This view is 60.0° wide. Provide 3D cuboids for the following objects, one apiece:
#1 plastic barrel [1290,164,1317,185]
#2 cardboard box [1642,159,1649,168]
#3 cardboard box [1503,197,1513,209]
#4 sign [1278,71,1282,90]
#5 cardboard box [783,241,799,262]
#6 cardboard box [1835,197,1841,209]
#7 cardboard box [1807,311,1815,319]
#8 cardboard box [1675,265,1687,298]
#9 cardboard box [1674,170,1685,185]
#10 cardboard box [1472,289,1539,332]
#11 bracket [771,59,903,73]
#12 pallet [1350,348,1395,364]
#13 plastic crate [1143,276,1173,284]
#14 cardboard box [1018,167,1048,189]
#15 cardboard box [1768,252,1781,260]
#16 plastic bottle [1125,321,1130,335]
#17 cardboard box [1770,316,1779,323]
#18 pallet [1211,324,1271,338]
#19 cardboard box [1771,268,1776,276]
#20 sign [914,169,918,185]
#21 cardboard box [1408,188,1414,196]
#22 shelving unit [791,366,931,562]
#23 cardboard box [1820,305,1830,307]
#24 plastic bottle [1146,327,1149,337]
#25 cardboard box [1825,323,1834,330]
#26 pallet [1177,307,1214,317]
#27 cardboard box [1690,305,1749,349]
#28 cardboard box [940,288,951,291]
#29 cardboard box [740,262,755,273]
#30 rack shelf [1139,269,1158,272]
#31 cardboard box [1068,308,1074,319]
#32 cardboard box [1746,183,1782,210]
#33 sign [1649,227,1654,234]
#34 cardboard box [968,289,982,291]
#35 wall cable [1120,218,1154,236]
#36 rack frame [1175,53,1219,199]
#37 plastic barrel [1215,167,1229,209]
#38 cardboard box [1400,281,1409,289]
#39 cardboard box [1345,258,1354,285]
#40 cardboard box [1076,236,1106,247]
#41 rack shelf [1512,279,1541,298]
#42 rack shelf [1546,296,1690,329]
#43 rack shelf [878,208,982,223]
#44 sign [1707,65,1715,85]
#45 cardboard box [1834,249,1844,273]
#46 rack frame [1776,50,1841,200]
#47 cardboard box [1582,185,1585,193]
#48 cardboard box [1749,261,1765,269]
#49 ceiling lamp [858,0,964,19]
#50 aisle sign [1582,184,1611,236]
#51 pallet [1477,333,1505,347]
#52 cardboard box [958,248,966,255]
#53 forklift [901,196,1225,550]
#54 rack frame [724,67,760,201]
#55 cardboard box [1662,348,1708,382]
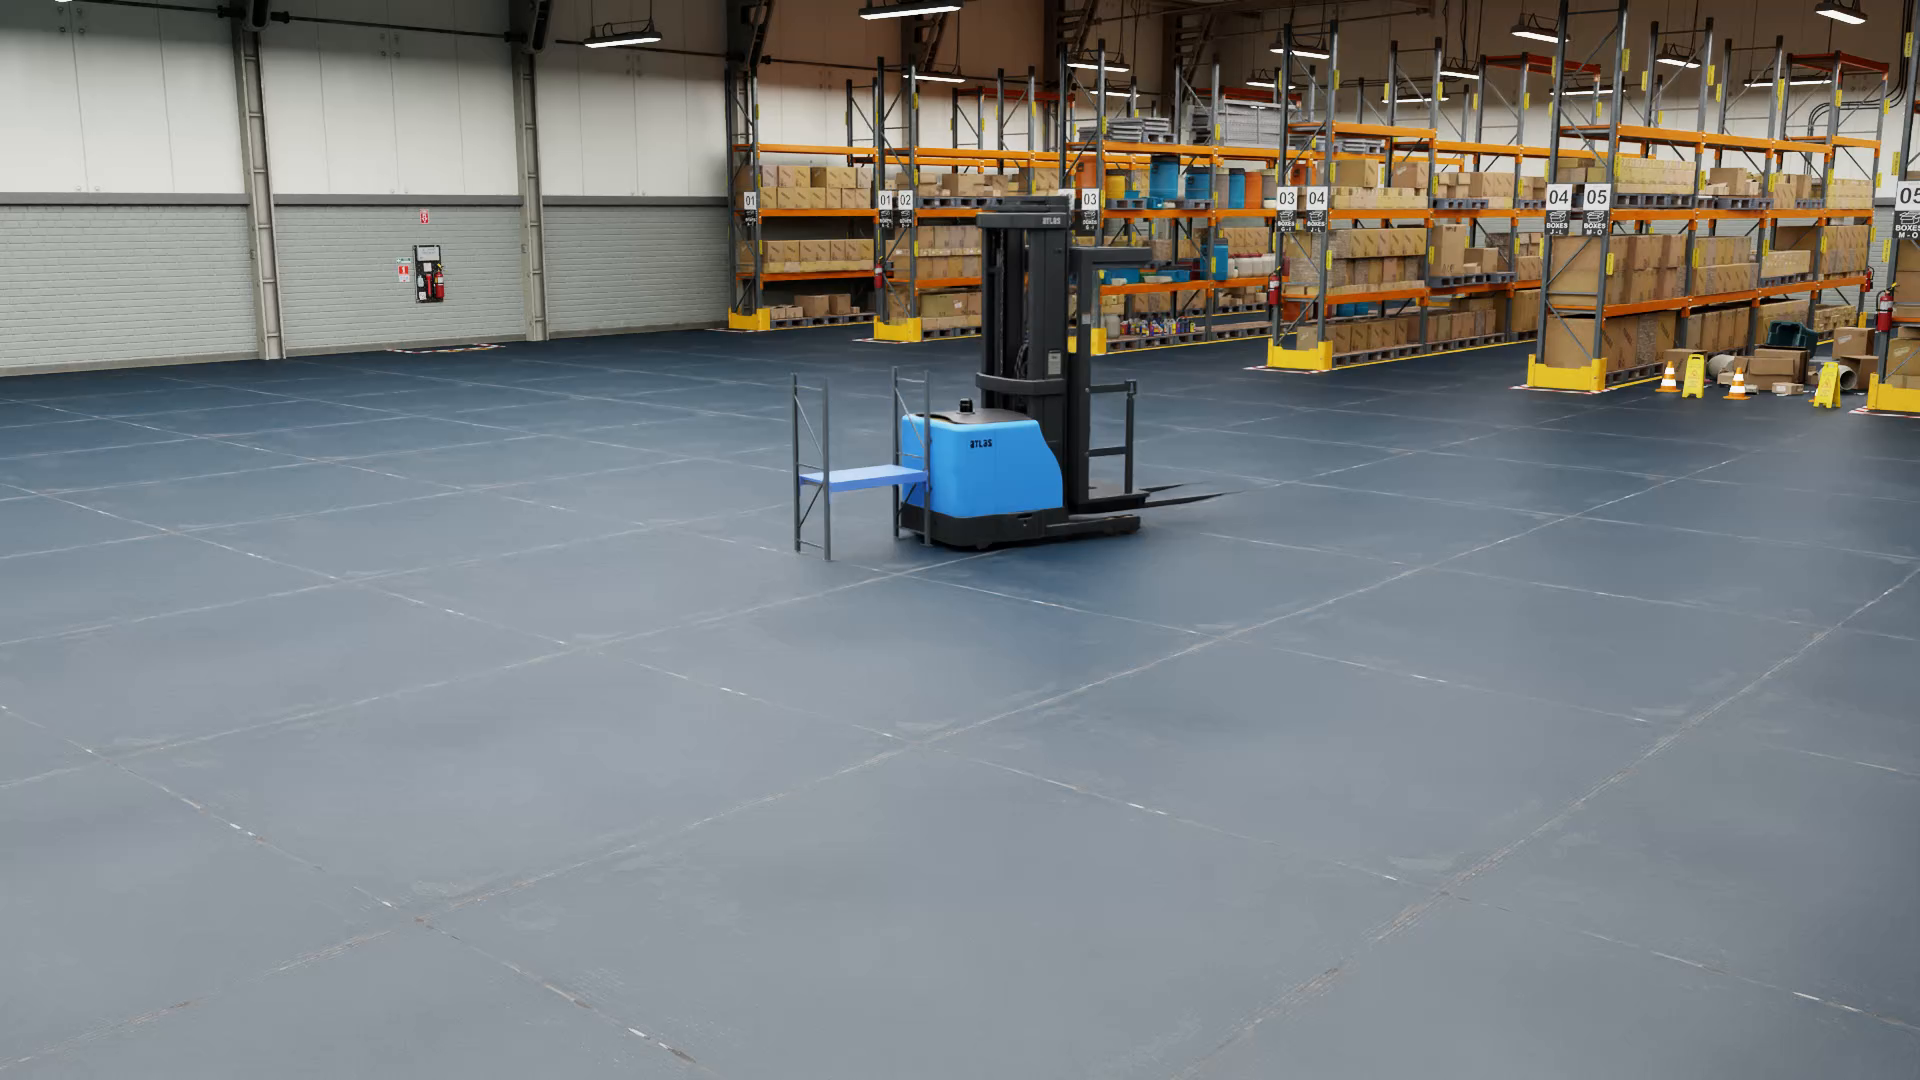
[{"bbox_3d":[8.023,-8.368,38.870,0.600,0.830,0.708,10,15,40],"label":"plastic barrel"},{"bbox_3d":[10.876,-6.075,26.837,0.380,0.149,0.250,9,15,39],"label":"cardboard box"},{"bbox_3d":[11.237,-7.053,34.837,0.500,0.250,0.500,10,15,40],"label":"cardboard box"},{"bbox_3d":[5.682,-8.132,29.412,0.100,0.325,0.005,10,15,40],"label":"sign"},{"bbox_3d":[-4.202,-6.908,39.805,0.500,0.500,0.500,10,15,41],"label":"cardboard box"},{"bbox_3d":[18.494,-7.195,35.552,0.500,0.250,0.500,9,15,39],"label":"cardboard box"},{"bbox_3d":[18.049,-4.813,35.586,0.380,0.149,0.250,11,15,43],"label":"cardboard box"},{"bbox_3d":[12.151,-4.530,29.099,0.875,0.550,0.550,10,15,40],"label":"cardboard box"},{"bbox_3d":[11.919,-6.130,28.133,0.500,0.250,0.500,10,15,40],"label":"cardboard box"},{"bbox_3d":[11.838,-5.020,36.287,1.225,0.875,0.875,9,14,38],"label":"cardboard box"},{"bbox_3d":[-3.023,-11.817,41.461,0.076,0.066,4.783,10,15,40],"label":"bracket"},{"bbox_3d":[7.504,-3.517,31.531,1.003,0.211,1.213,10,15,40],"label":"pallet"},{"bbox_3d":[4.124,-5.408,34.550,0.530,0.136,0.437,10,15,40],"label":"plastic crate"},{"bbox_3d":[1.724,-8.506,39.129,0.500,0.500,0.500,10,15,41],"label":"cardboard box"},{"bbox_3d":[16.170,-5.672,33.253,0.380,0.149,0.250,11,16,43],"label":"cardboard box"},{"bbox_3d":[3.516,-4.451,34.897,0.061,0.283,0.133,10,15,40],"label":"plastic bottle"},{"bbox_3d":[16.014,-4.226,33.272,0.500,0.500,0.500,10,15,41],"label":"cardboard box"},{"bbox_3d":[6.300,-4.742,37.664,1.003,0.211,1.213,10,15,40],"label":"pallet"},{"bbox_3d":[16.005,-5.342,33.119,0.380,0.149,0.250,11,16,43],"label":"cardboard box"},{"bbox_3d":[-0.940,-7.727,35.397,0.100,0.325,0.005,10,15,40],"label":"sign"},{"bbox_3d":[8.383,-6.601,31.556,0.380,0.149,0.250,9,14,38],"label":"cardboard box"},{"bbox_3d":[-0.819,-0.656,13.914,1.048,1.500,0.538,-9,14,-37],"label":"shelving unit"},{"bbox_3d":[19.614,-5.288,37.966,0.380,0.149,0.250,10,15,41],"label":"cardboard box"},{"bbox_3d":[3.865,-4.305,34.379,0.097,0.201,0.097,0,11,0],"label":"plastic bottle"},{"bbox_3d":[18.974,-4.705,36.567,0.380,0.149,0.250,9,15,39],"label":"cardboard box"},{"bbox_3d":[6.060,-6.135,44.636,1.003,0.211,1.213,10,15,40],"label":"pallet"},{"bbox_3d":[14.556,-4.125,32.129,1.050,0.750,0.750,10,15,40],"label":"cardboard box"},{"bbox_3d":[-0.659,-6.495,44.578,0.700,0.500,0.500,10,15,40],"label":"cardboard box"},{"bbox_3d":[-4.914,-6.531,39.834,0.500,0.250,0.500,10,15,41],"label":"cardboard box"},{"bbox_3d":[5.248,-6.980,43.584,1.077,0.370,4.000,10,15,40],"label":"rack shelf"},{"bbox_3d":[2.418,-5.486,40.218,0.500,0.250,0.500,9,15,39],"label":"cardboard box"},{"bbox_3d":[15.603,-6.670,32.285,0.500,0.500,0.500,10,15,40],"label":"cardboard box"},{"bbox_3d":[17.046,-7.546,41.020,0.100,0.325,0.005,10,15,40],"label":"sign"},{"bbox_3d":[0.422,-5.573,38.736,0.500,0.500,0.500,10,15,40],"label":"cardboard box"},{"bbox_3d":[5.620,-9.664,52.593,0.084,1.984,1.851,10,15,40],"label":"wall cable"},{"bbox_3d":[5.006,-8.751,35.297,1.000,3.000,0.127,10,15,40],"label":"rack frame"},{"bbox_3d":[5.610,-7.725,36.539,0.600,0.901,0.600,0,11,0],"label":"plastic barrel"},{"bbox_3d":[8.423,-4.911,32.031,0.380,0.149,0.250,10,15,40],"label":"cardboard box"},{"bbox_3d":[6.710,-4.941,30.526,0.875,0.500,0.500,10,15,40],"label":"cardboard box"},{"bbox_3d":[3.701,-8.598,49.085,0.980,0.700,0.700,9,15,39],"label":"cardboard box"},{"bbox_3d":[12.687,-5.698,37.169,1.077,0.370,4.000,10,15,40],"label":"rack shelf"},{"bbox_3d":[11.065,-3.865,27.991,1.077,0.370,4.000,10,15,40],"label":"rack shelf"},{"bbox_3d":[-1.116,-8.502,43.548,1.077,0.370,4.000,10,15,40],"label":"rack shelf"},{"bbox_3d":[12.786,-7.914,28.321,0.100,0.325,0.005,10,15,40],"label":"sign"},{"bbox_3d":[18.863,-6.068,36.166,0.500,0.500,0.500,9,15,39],"label":"cardboard box"},{"bbox_3d":[17.666,-8.631,34.699,1.000,3.000,0.127,10,15,40],"label":"rack frame"},{"bbox_3d":[9.877,-5.656,26.776,0.380,0.149,0.250,10,15,41],"label":"cardboard box"},{"bbox_3d":[15.496,-5.374,32.520,0.380,0.149,0.250,11,15,43],"label":"cardboard box"},{"bbox_3d":[-0.959,-9.830,25.798,2.000,3.185,0.800,10,15,40],"label":"ceiling lamp"},{"bbox_3d":[9.924,-5.149,25.946,0.394,0.787,0.004,10,15,40],"label":"aisle sign"},{"bbox_3d":[10.850,-4.275,35.323,1.003,0.211,1.213,10,15,40],"label":"pallet"},{"bbox_3d":[-0.084,-6.448,37.174,0.380,0.149,0.250,10,15,40],"label":"cardboard box"},{"bbox_3d":[1.003,-1.550,14.737,3.031,2.935,1.130,-7,13,-31],"label":"forklift"},{"bbox_3d":[-5.076,-9.443,38.764,1.000,3.000,0.127,10,15,40],"label":"rack frame"},{"bbox_3d":[12.132,-2.927,27.830,0.500,0.500,0.500,-9,14,-38],"label":"cardboard box"}]
